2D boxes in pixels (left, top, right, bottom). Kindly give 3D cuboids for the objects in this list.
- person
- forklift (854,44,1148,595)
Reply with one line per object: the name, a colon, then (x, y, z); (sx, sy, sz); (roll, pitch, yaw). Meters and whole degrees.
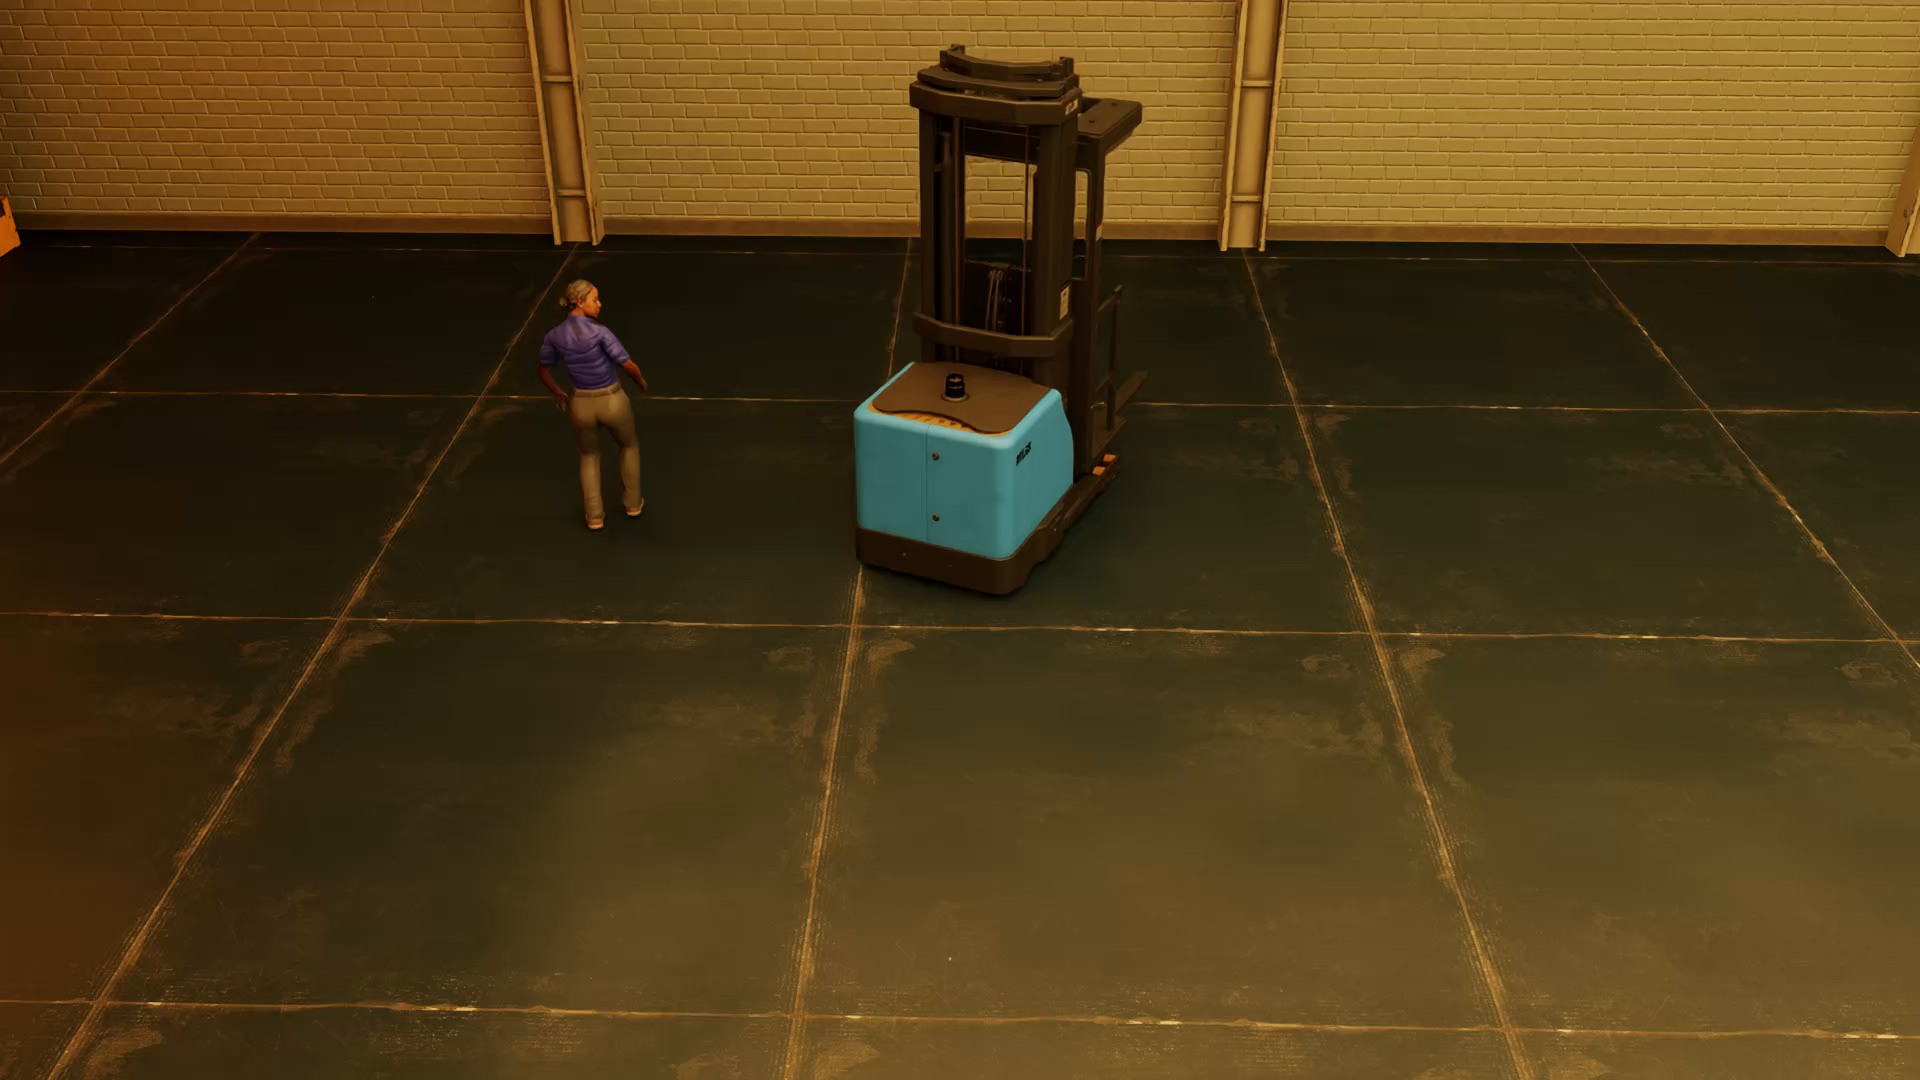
person: (-2.274, -0.857, 10.377); (0.655, 1.621, 0.463); (2, 31, 3)
forklift: (0.437, -1.670, 10.446); (1.130, 2.935, 3.031); (13, 33, 21)
